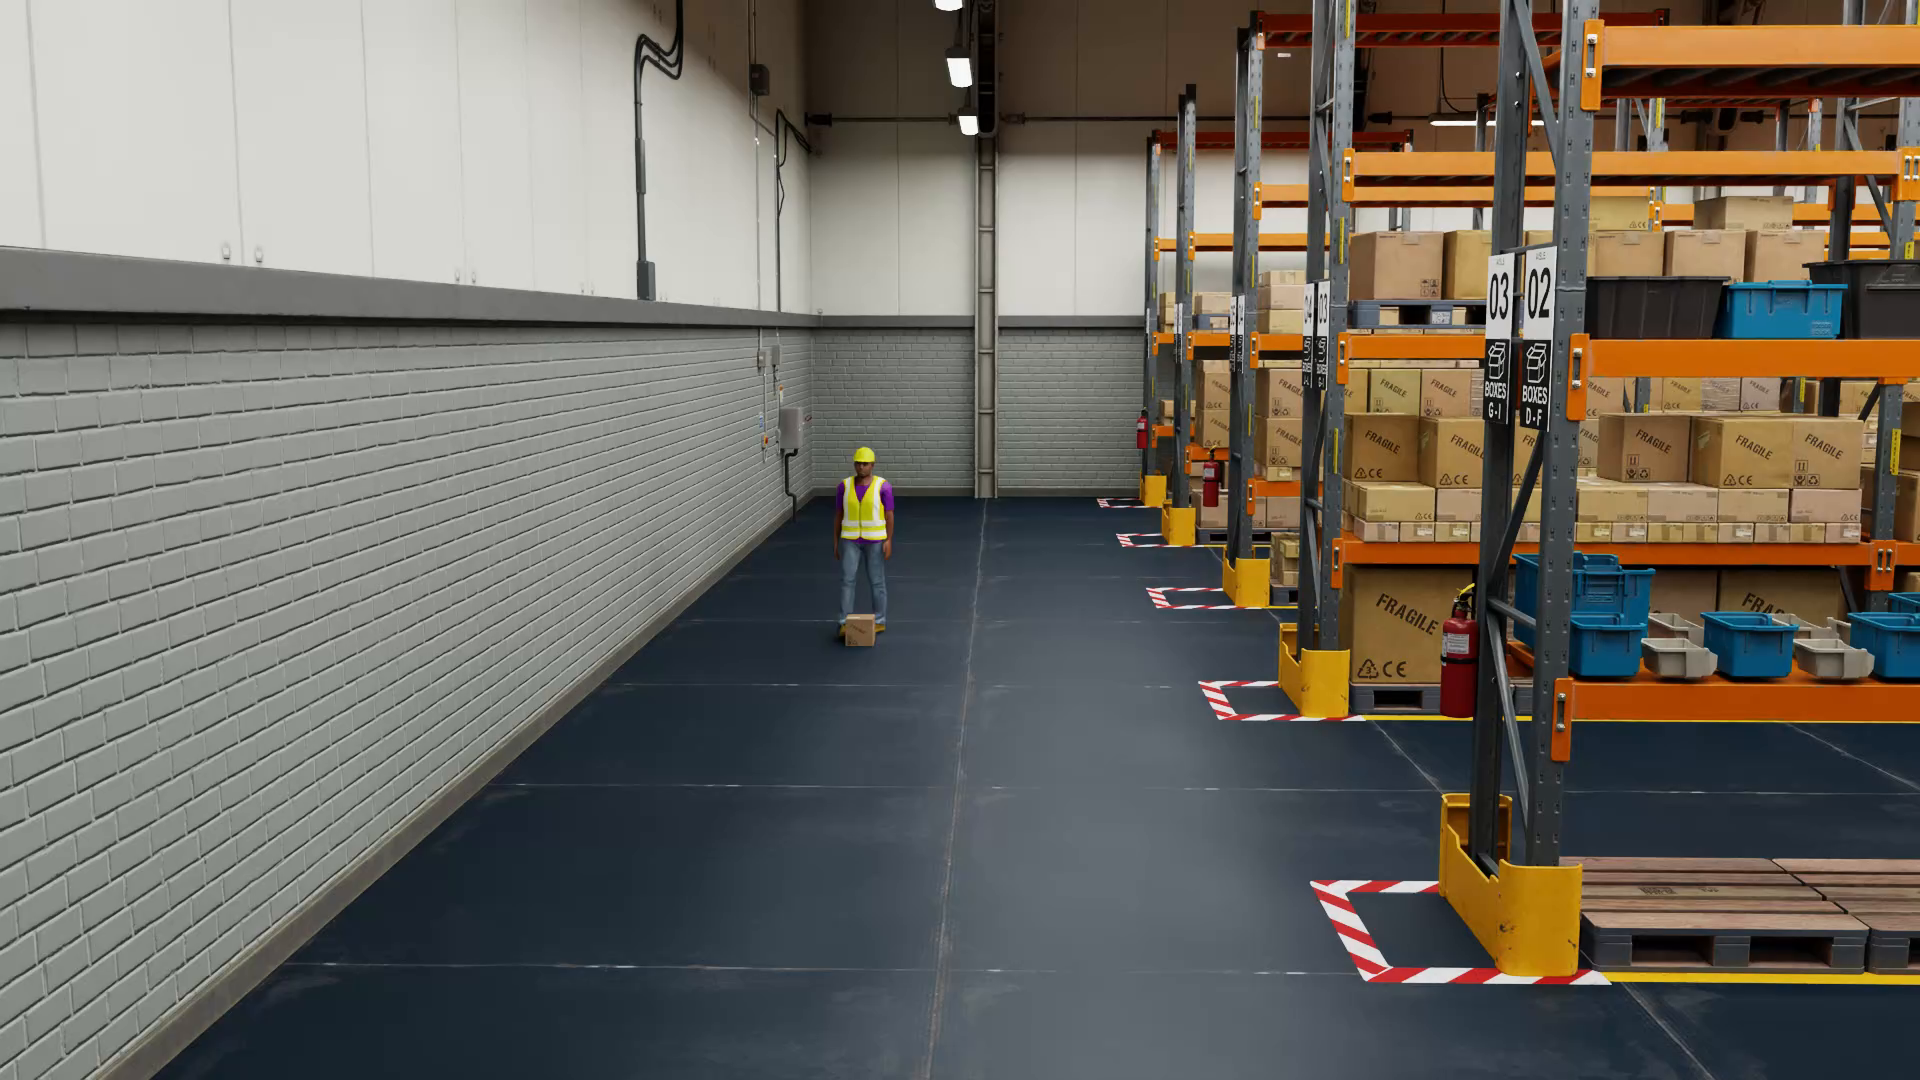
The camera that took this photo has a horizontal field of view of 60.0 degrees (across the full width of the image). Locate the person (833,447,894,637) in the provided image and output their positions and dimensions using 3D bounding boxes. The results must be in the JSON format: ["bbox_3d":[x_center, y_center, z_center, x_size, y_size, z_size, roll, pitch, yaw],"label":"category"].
[{"bbox_3d":[-0.924,0.021,15.476,0.582,1.760,0.628,1,7,7],"label":"person"}]
